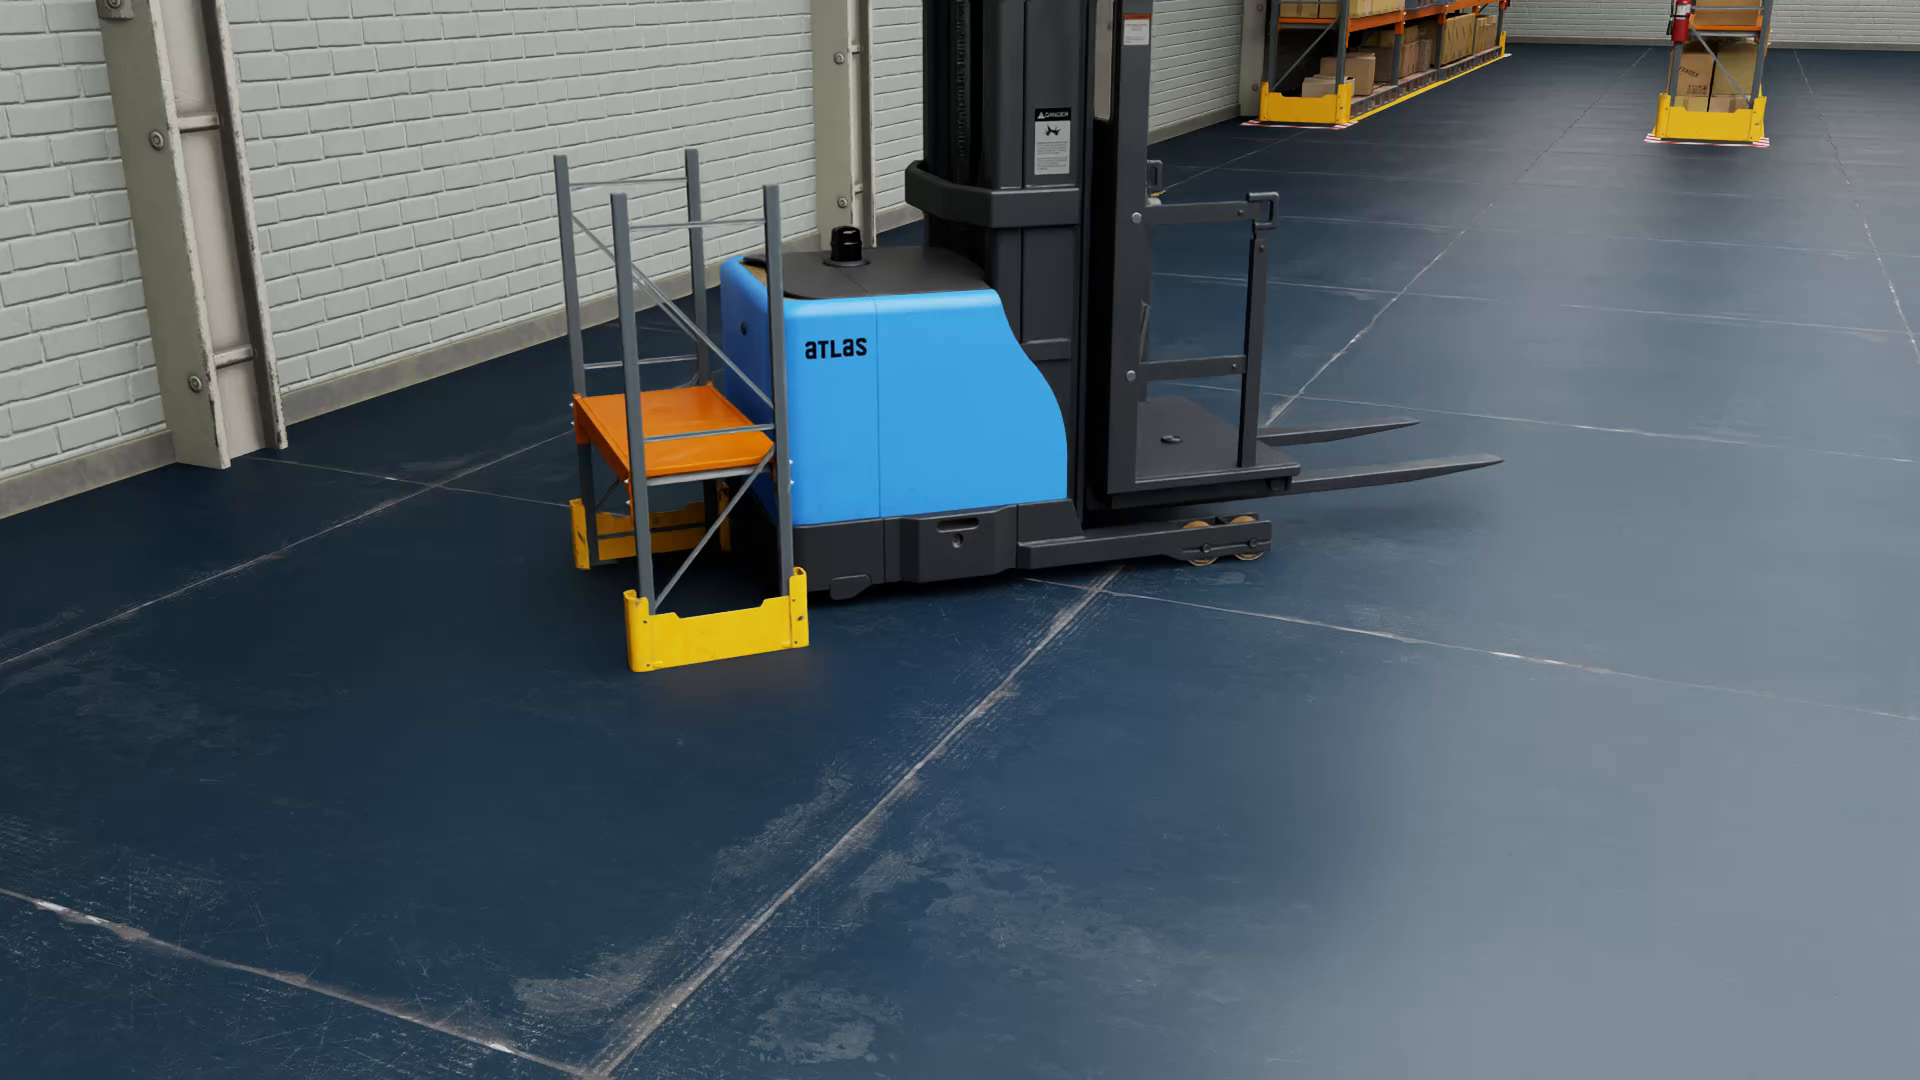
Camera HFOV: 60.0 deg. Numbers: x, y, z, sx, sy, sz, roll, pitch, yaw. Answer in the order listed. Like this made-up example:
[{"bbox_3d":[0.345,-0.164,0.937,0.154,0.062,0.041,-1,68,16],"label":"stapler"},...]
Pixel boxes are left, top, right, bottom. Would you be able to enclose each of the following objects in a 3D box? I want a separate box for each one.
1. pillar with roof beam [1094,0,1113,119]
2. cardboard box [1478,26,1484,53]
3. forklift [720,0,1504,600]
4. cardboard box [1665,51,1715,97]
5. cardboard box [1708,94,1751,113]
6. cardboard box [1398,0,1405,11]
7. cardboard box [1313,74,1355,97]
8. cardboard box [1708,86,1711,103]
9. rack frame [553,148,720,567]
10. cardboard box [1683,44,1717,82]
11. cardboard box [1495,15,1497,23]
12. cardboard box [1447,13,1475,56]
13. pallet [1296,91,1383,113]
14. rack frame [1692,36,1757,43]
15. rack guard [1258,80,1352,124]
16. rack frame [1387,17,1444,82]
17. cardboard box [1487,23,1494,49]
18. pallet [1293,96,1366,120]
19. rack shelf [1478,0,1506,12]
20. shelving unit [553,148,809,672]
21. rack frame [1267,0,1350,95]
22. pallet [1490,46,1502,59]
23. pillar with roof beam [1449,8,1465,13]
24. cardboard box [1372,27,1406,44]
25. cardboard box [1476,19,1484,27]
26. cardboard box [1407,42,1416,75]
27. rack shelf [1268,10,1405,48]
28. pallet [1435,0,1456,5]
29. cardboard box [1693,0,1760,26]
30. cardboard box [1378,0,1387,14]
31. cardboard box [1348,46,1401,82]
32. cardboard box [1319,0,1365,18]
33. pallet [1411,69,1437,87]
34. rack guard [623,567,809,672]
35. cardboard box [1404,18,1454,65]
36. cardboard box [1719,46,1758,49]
[{"bbox_3d":[5.520,-7.712,14.723,9.100,9.000,0.400,9,21,23],"label":"pillar with roof beam"},{"bbox_3d":[10.074,-10.033,33.309,0.700,0.500,0.500,8,21,22],"label":"cardboard box"},{"bbox_3d":[0.656,-1.445,6.156,3.031,2.935,1.130,-6,20,-17],"label":"forklift"},{"bbox_3d":[9.021,-5.759,20.544,0.500,0.500,0.500,9,21,23],"label":"cardboard box"},{"bbox_3d":[9.495,-5.335,20.469,0.500,0.250,0.500,9,21,23],"label":"cardboard box"},{"bbox_3d":[6.272,-7.952,24.548,0.500,0.250,0.500,9,21,23],"label":"cardboard box"},{"bbox_3d":[5.150,-6.291,23.038,0.500,0.311,0.500,11,22,27],"label":"cardboard box"},{"bbox_3d":[9.626,-5.866,21.963,0.500,0.250,0.500,9,21,23],"label":"cardboard box"},{"bbox_3d":[-1.158,-0.644,6.038,0.500,1.500,0.032,-8,21,-21],"label":"rack frame"},{"bbox_3d":[9.826,-6.373,22.269,0.500,0.500,0.500,9,21,23],"label":"cardboard box"},{"bbox_3d":[11.022,-10.902,34.784,0.380,0.149,0.250,8,21,22],"label":"cardboard box"},{"bbox_3d":[9.318,-9.614,31.607,0.750,0.750,0.750,9,21,23],"label":"cardboard box"},{"bbox_3d":[5.449,-6.302,23.874,1.003,0.211,1.213,9,21,23],"label":"pallet"},{"bbox_3d":[12.348,-8.744,26.580,1.000,3.000,0.127,9,21,23],"label":"rack frame"},{"bbox_3d":[4.583,-5.823,22.096,1.175,0.500,0.348,9,21,23],"label":"rack guard"},{"bbox_3d":[7.828,-9.423,28.488,1.000,3.000,0.127,9,21,23],"label":"rack frame"},{"bbox_3d":[10.703,-10.508,34.643,0.700,0.500,0.500,8,21,23],"label":"cardboard box"},{"bbox_3d":[4.948,-5.930,22.829,1.003,0.211,1.213,9,21,23],"label":"pallet"},{"bbox_3d":[10.285,-10.918,33.766,1.077,0.370,4.000,9,21,23],"label":"rack shelf"},{"bbox_3d":[-0.971,-0.488,5.602,0.587,1.500,1.083,-8,21,-21],"label":"shelving unit"},{"bbox_3d":[4.552,-6.977,21.612,1.000,3.000,0.127,9,21,23],"label":"rack frame"},{"bbox_3d":[10.847,-10.299,35.115,1.003,0.211,1.213,9,21,23],"label":"pallet"},{"bbox_3d":[15.348,-15.048,35.353,9.100,9.000,0.400,9,21,23],"label":"pillar with roof beam"},{"bbox_3d":[6.863,-8.105,26.737,0.500,0.250,0.500,8,21,21],"label":"cardboard box"},{"bbox_3d":[10.172,-10.266,32.993,0.380,0.149,0.250,9,22,25],"label":"cardboard box"},{"bbox_3d":[7.086,-7.928,27.358,0.700,0.500,0.500,8,21,22],"label":"cardboard box"},{"bbox_3d":[5.371,-7.250,23.451,1.077,0.370,4.000,9,21,23],"label":"rack shelf"},{"bbox_3d":[7.633,-9.100,27.867,1.213,0.211,1.003,9,21,23],"label":"pallet"},{"bbox_3d":[9.275,-6.487,20.083,0.700,0.500,0.500,9,21,23],"label":"cardboard box"},{"bbox_3d":[5.664,-7.492,23.251,0.500,0.250,0.500,9,21,23],"label":"cardboard box"},{"bbox_3d":[6.476,-7.457,26.034,0.700,0.500,0.500,9,22,25],"label":"cardboard box"},{"bbox_3d":[5.041,-7.022,21.930,0.500,0.250,0.500,8,21,21],"label":"cardboard box"},{"bbox_3d":[7.506,-7.870,28.284,1.003,0.211,1.213,9,21,23],"label":"pallet"},{"bbox_3d":[-0.782,0.255,5.377,0.587,0.250,0.087,-8,21,-21],"label":"rack guard"},{"bbox_3d":[8.248,-8.815,29.359,0.750,0.750,0.750,8,21,22],"label":"cardboard box"},{"bbox_3d":[10.112,-6.146,21.632,0.500,0.500,0.500,9,21,23],"label":"cardboard box"}]
